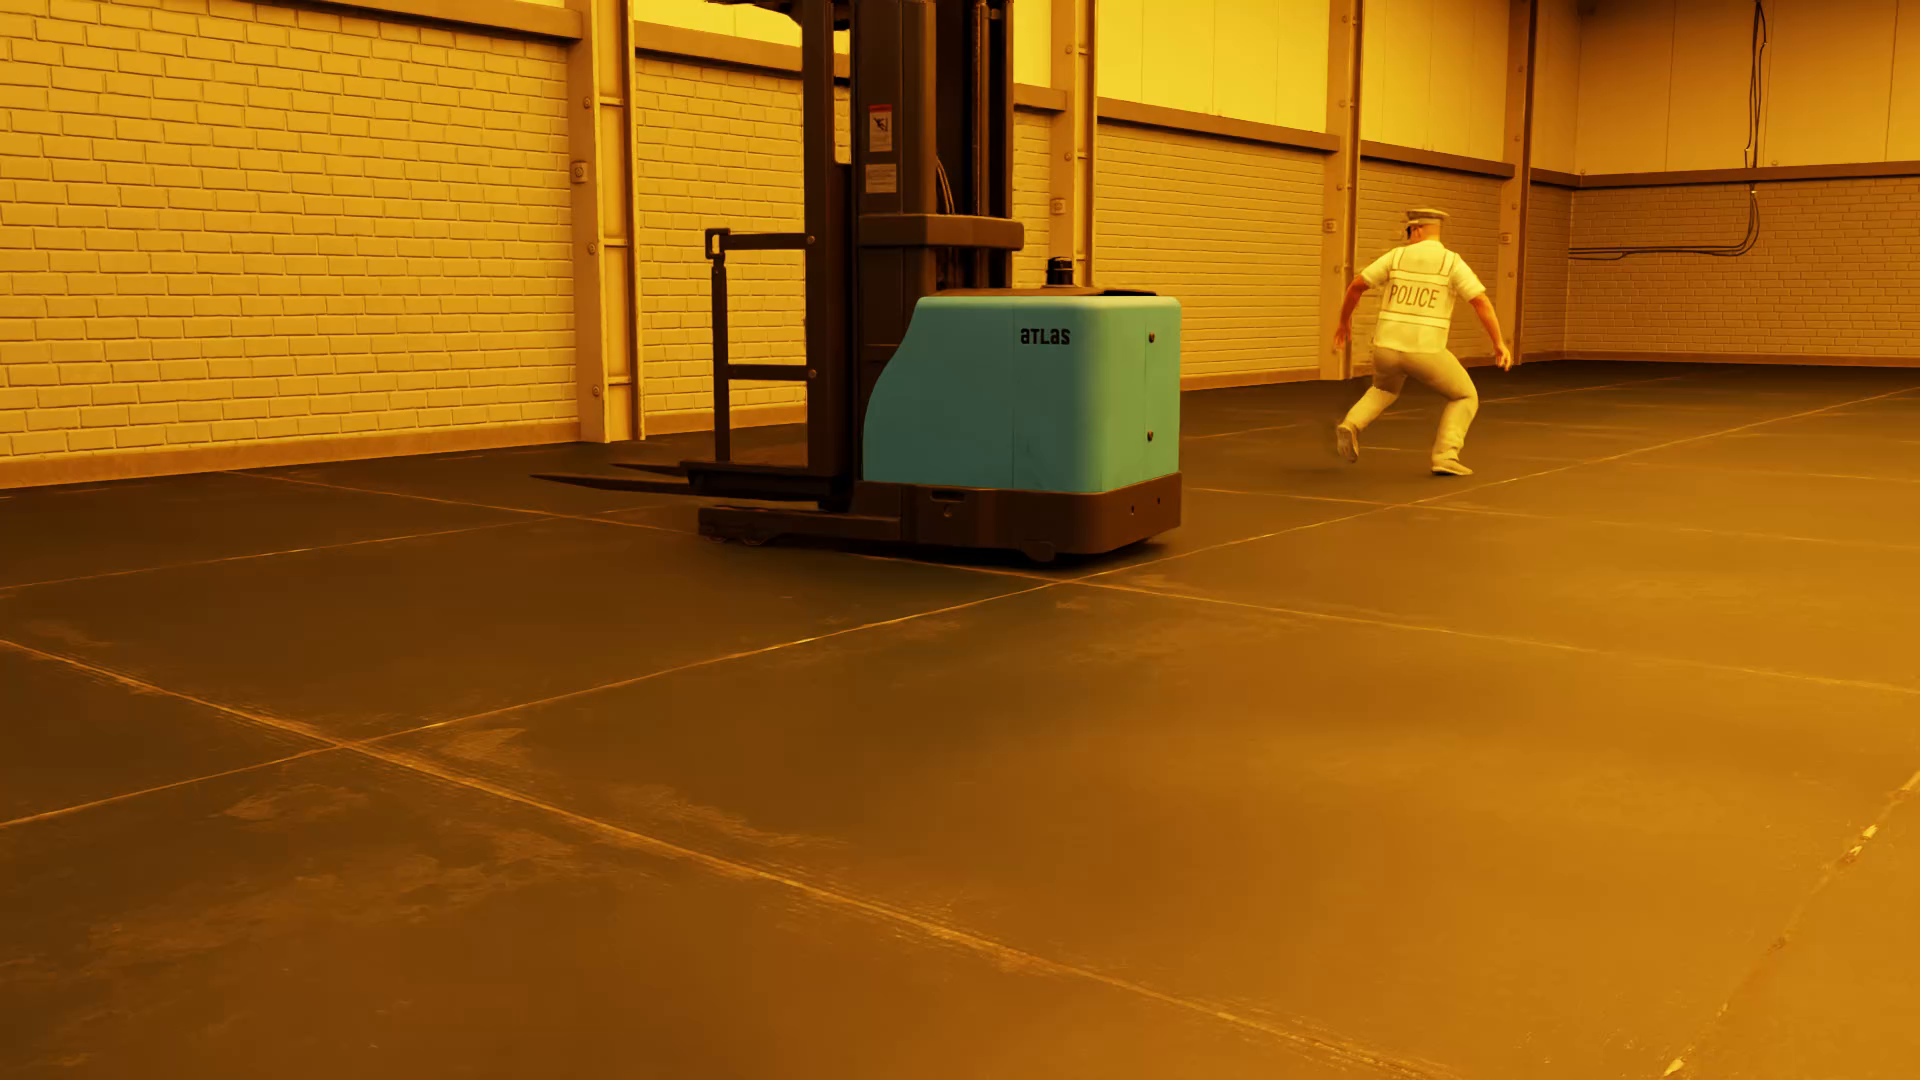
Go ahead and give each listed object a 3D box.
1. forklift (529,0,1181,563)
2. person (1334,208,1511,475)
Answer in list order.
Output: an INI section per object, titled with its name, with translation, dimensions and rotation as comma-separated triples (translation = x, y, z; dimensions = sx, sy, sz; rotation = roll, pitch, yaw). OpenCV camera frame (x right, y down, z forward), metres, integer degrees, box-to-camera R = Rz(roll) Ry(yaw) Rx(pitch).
[forklift]
translation = -0.576, -1.485, 7.427
dimensions = 3.031, 2.935, 1.130
rotation = 4, 9, 27
[person]
translation = 2.811, -1.197, 10.154
dimensions = 1.044, 1.630, 0.523
rotation = 6, 11, 38
